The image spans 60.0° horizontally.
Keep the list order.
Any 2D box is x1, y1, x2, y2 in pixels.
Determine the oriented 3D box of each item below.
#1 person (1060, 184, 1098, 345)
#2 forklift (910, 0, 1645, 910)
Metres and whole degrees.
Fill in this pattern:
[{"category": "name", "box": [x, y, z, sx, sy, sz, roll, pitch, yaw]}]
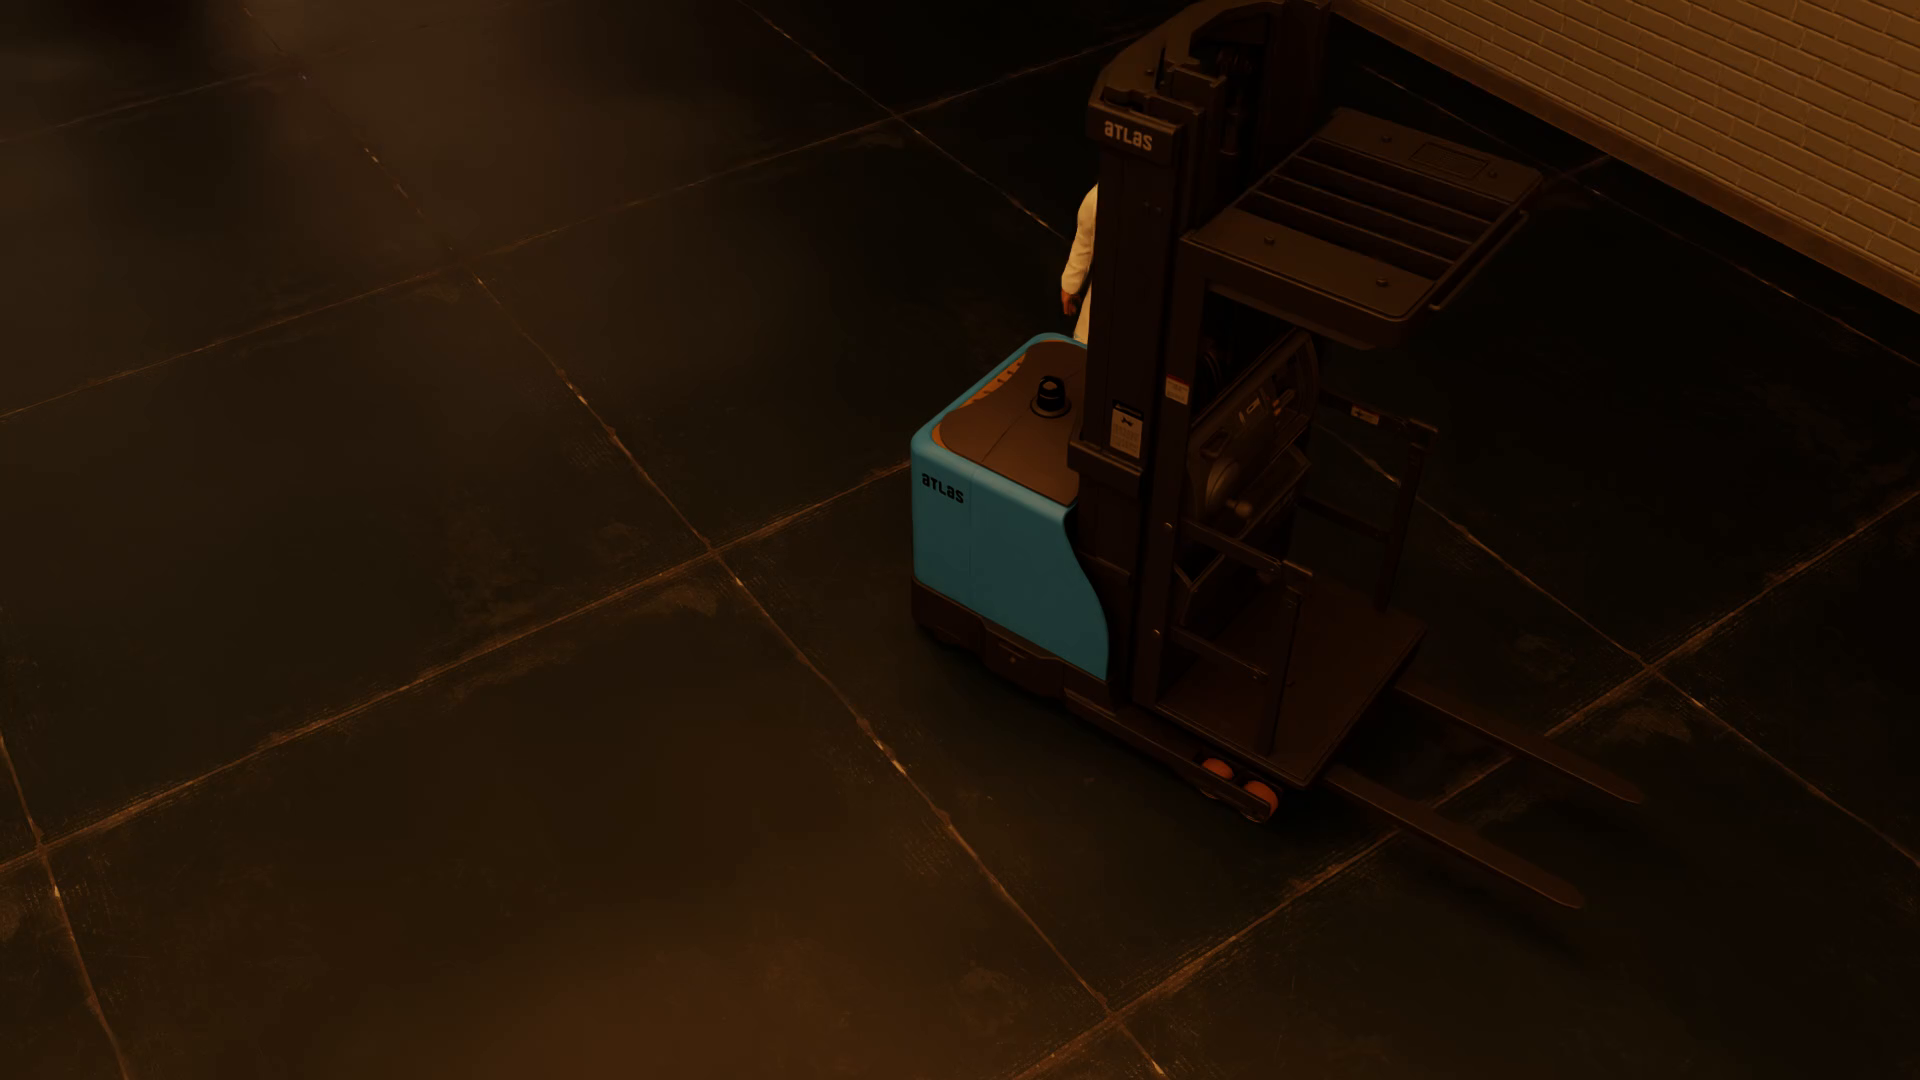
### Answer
[{"category": "person", "box": [0.800, -1.057, 7.733, 0.824, 1.754, 0.392, 26, 49, 25]}, {"category": "forklift", "box": [1.263, -0.362, 6.108, 3.031, 2.935, 1.130, 27, 49, 26]}]
